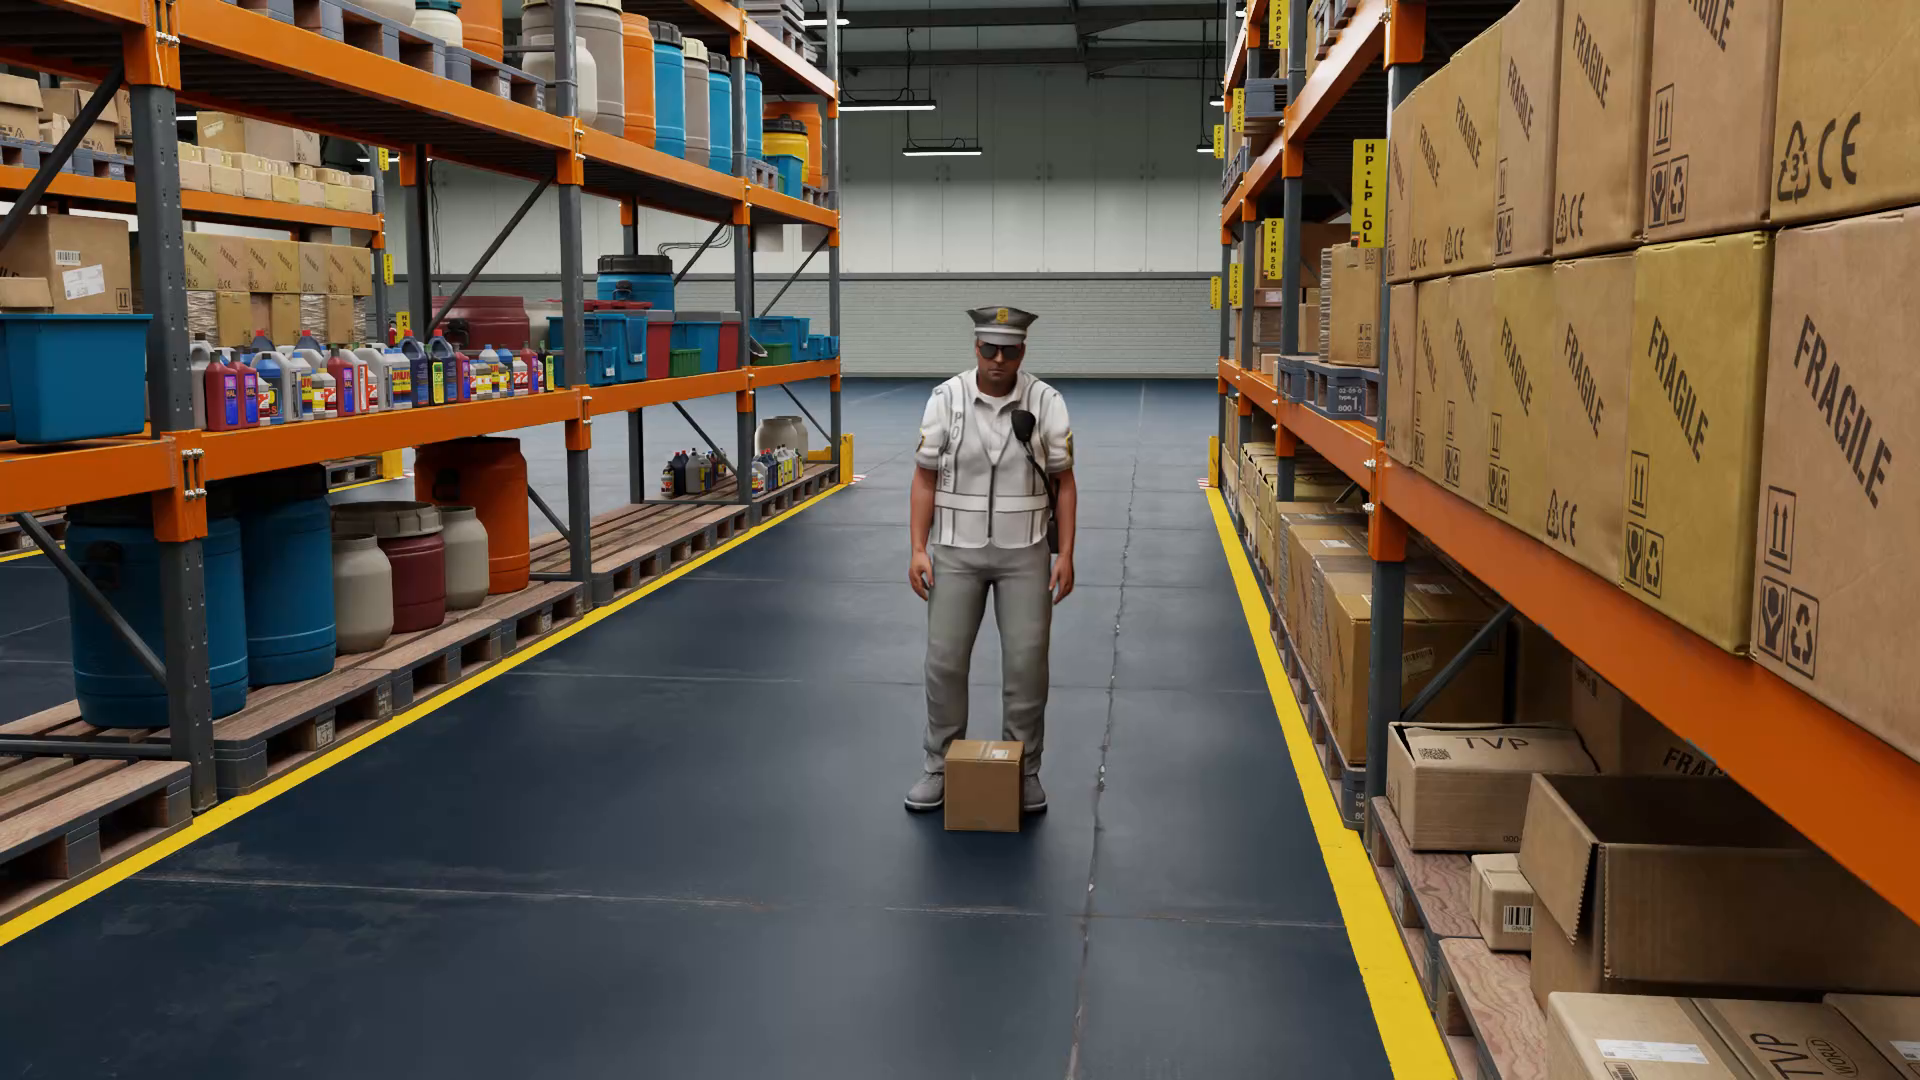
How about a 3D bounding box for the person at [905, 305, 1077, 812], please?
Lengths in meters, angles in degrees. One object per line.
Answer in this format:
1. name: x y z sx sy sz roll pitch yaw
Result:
1. person: 0.111 0.056 5.841 0.596 1.747 0.437 0 8 3
